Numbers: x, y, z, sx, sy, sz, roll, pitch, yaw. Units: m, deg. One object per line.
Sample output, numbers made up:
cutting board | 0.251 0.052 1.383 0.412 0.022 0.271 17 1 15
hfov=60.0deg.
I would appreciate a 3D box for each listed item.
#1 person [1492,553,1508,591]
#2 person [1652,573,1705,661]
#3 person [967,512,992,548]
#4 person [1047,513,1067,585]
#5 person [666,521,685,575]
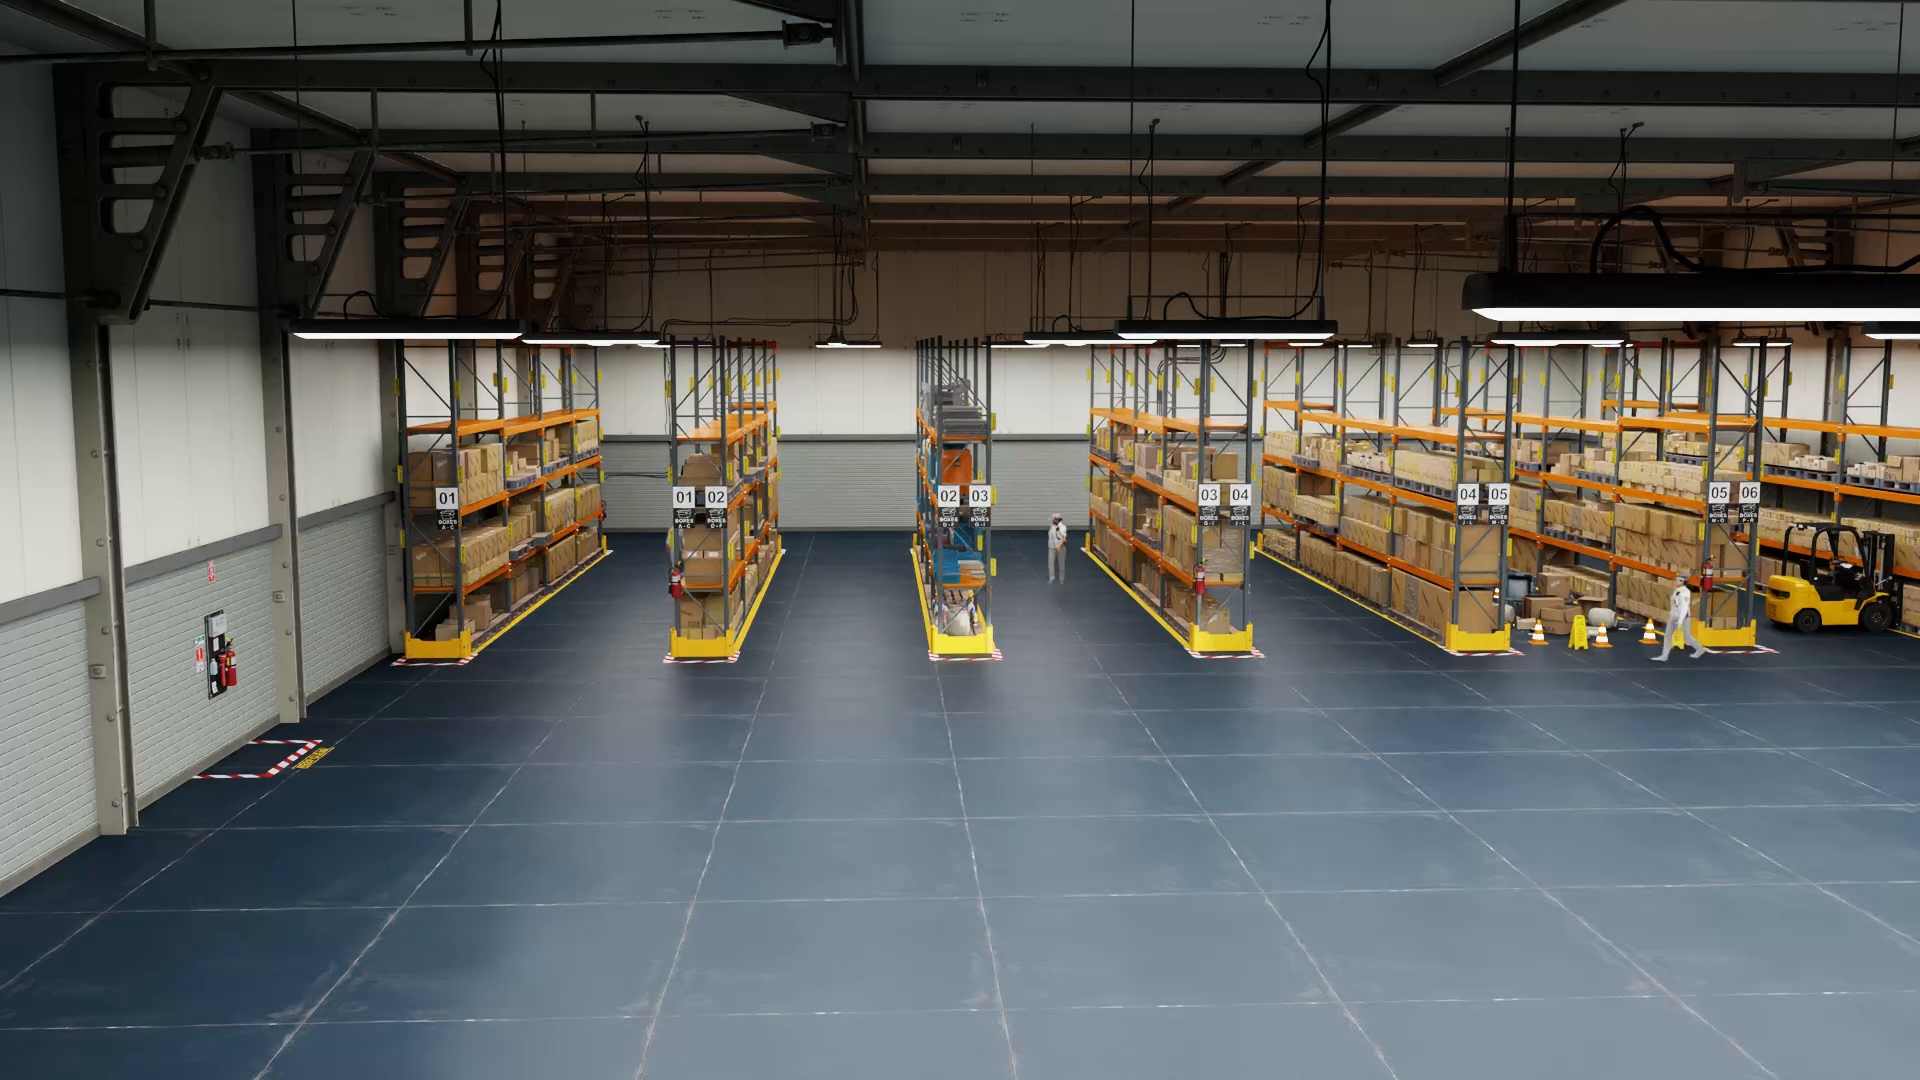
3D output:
person | 12.732 0.369 39.446 0.644 1.798 0.692 -2 7 -14
person | 13.298 1.425 30.646 0.934 1.644 0.449 -3 7 -21
person | 0.370 -0.627 48.419 1.145 1.726 0.713 3 7 22
person | 2.276 0.208 38.839 0.479 1.669 0.578 3 7 21
person | -7.089 0.245 41.515 0.493 1.533 0.939 -1 7 -6
